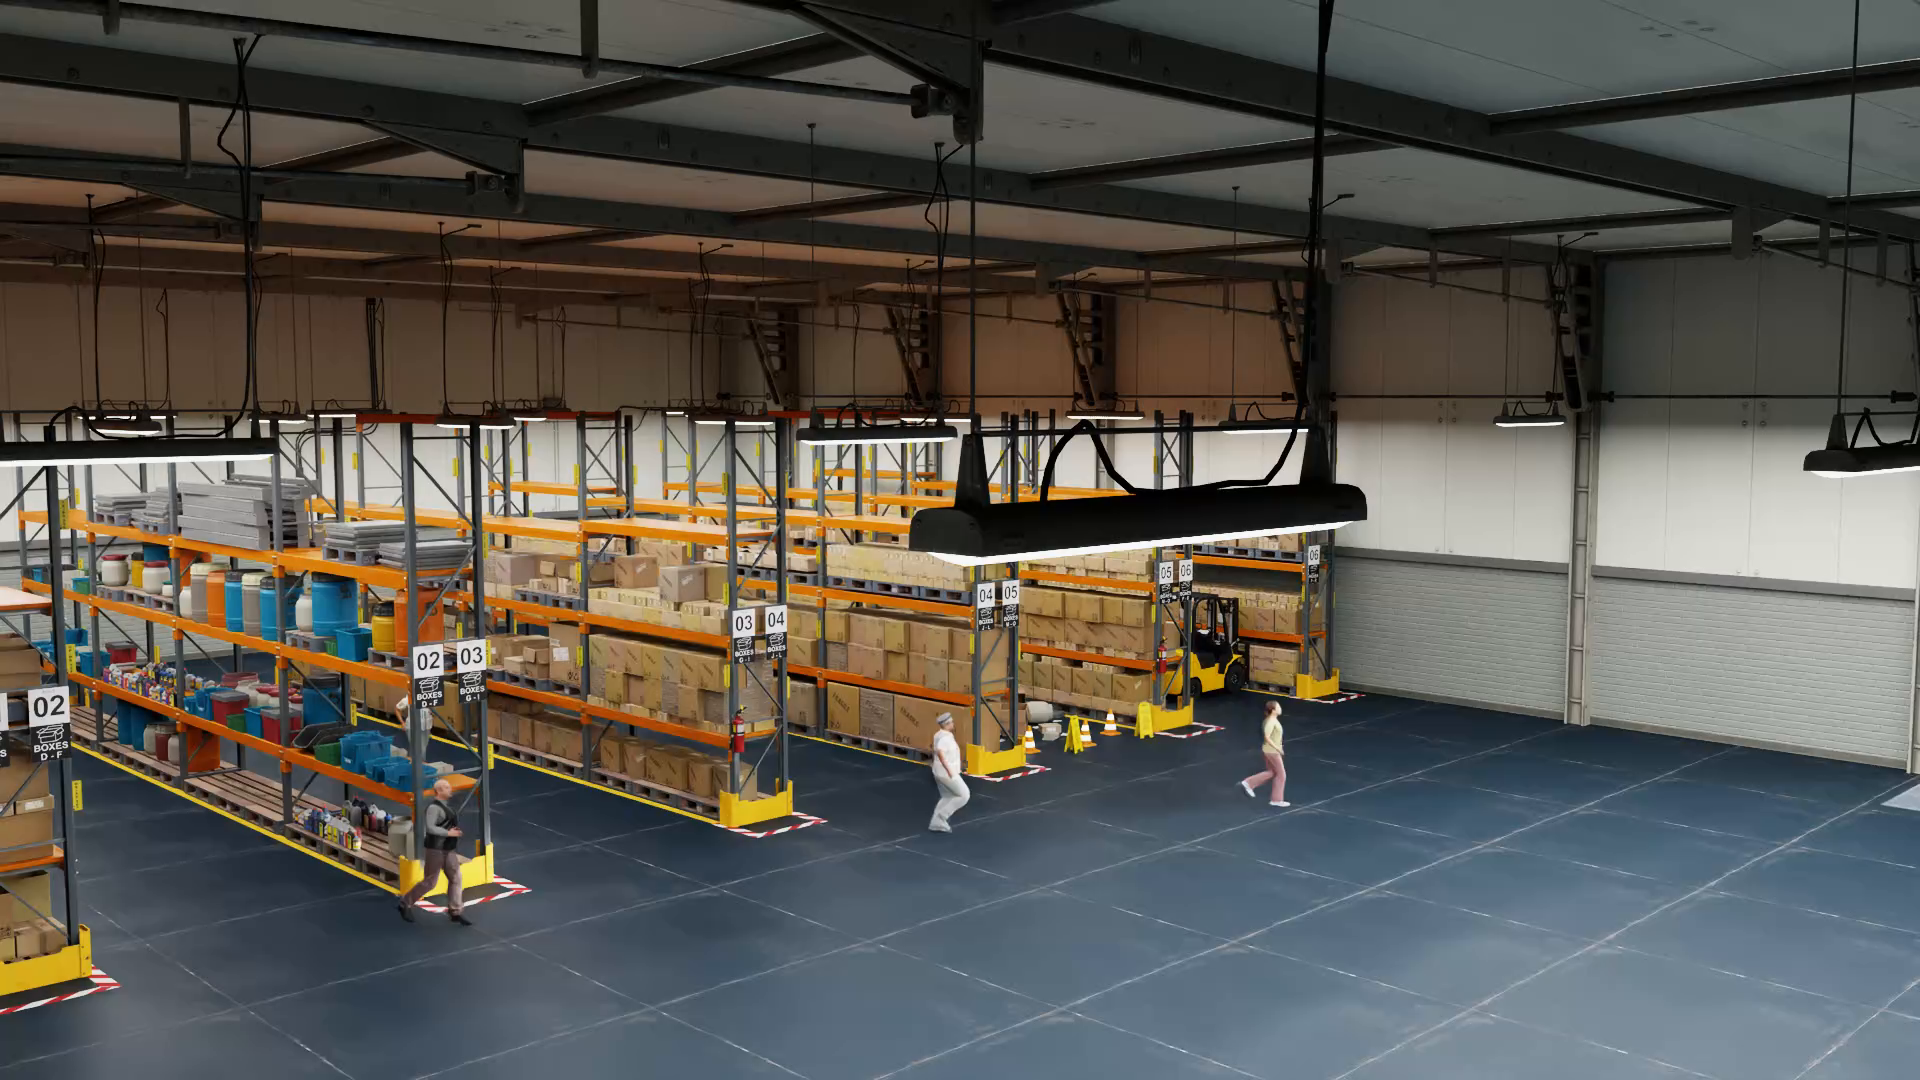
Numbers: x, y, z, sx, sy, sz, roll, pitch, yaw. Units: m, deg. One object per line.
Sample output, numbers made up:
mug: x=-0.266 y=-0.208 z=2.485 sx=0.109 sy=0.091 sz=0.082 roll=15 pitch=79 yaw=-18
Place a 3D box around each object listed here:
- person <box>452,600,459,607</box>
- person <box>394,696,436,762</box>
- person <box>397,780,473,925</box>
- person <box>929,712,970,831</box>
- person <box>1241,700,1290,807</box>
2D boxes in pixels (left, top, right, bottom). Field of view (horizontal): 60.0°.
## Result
person: x=-12.006 y=2.152 z=39.593 sx=0.657 sy=1.516 sz=0.557 roll=2 pitch=5 yaw=22
person: x=-8.874 y=3.139 z=27.219 sx=0.775 sy=1.726 sz=0.582 roll=3 pitch=6 yaw=34
person: x=-6.267 y=3.737 z=19.977 sx=0.935 sy=1.714 sz=0.686 roll=0 pitch=5 yaw=4
person: x=-0.159 y=3.365 z=24.123 sx=0.580 sy=1.741 sz=0.662 roll=-2 pitch=5 yaw=-17
person: x=4.718 y=3.281 z=25.617 sx=0.751 sy=1.661 sz=0.575 roll=0 pitch=5 yaw=3
